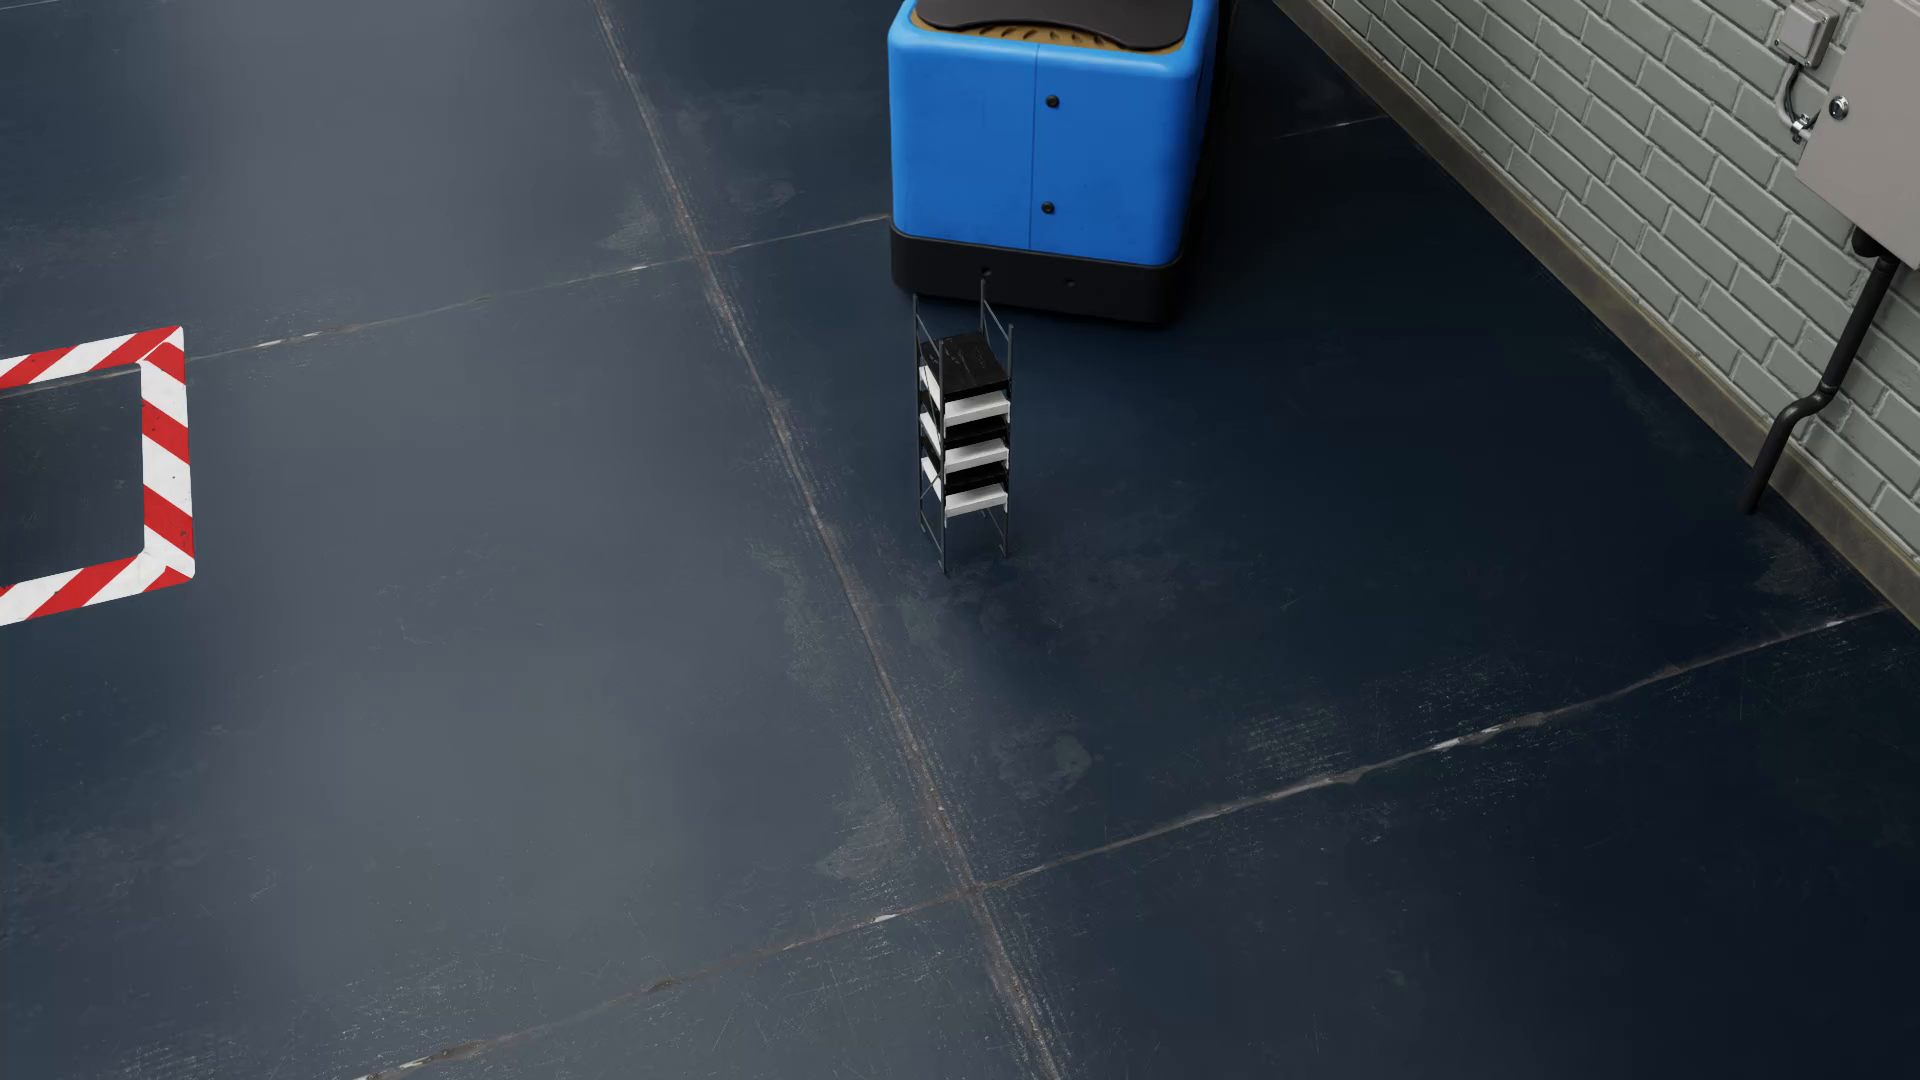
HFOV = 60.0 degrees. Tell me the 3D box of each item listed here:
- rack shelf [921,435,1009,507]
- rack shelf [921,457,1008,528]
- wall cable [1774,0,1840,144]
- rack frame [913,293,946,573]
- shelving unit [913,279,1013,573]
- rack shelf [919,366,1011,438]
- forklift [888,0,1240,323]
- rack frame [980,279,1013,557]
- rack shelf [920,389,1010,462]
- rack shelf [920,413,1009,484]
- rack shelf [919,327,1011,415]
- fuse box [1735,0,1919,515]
[{"bbox_3d":[0.008,-0.233,5.021,0.200,0.077,0.258,-14,47,-14],"label":"rack shelf"},{"bbox_3d":[0.008,-0.169,5.084,0.200,0.077,0.258,-14,47,-14],"label":"rack shelf"},{"bbox_3d":[2.424,-1.985,4.393,0.122,1.984,0.588,-14,47,-14],"label":"wall cable"},{"bbox_3d":[-0.088,-0.295,4.909,0.006,0.900,0.240,-14,47,-14],"label":"rack frame"},{"bbox_3d":[0.008,-0.320,4.933,0.210,0.900,0.258,-14,47,-14],"label":"shelving unit"},{"bbox_3d":[0.008,-0.423,4.829,0.200,0.077,0.258,-14,47,-14],"label":"rack shelf"},{"bbox_3d":[0.563,-2.867,6.038,1.130,2.935,3.031,9,46,9],"label":"forklift"},{"bbox_3d":[0.103,-0.344,4.958,0.006,0.900,0.240,-14,47,-14],"label":"rack frame"},{"bbox_3d":[0.008,-0.360,4.893,0.200,0.077,0.258,-14,47,-14],"label":"rack shelf"},{"bbox_3d":[0.008,-0.296,4.957,0.200,0.077,0.258,-14,47,-14],"label":"rack shelf"},{"bbox_3d":[0.008,-0.487,4.766,0.200,0.077,0.258,-14,47,-14],"label":"rack shelf"},{"bbox_3d":[2.508,-0.679,4.718,0.414,1.711,0.539,-14,47,-14],"label":"fuse box"}]
